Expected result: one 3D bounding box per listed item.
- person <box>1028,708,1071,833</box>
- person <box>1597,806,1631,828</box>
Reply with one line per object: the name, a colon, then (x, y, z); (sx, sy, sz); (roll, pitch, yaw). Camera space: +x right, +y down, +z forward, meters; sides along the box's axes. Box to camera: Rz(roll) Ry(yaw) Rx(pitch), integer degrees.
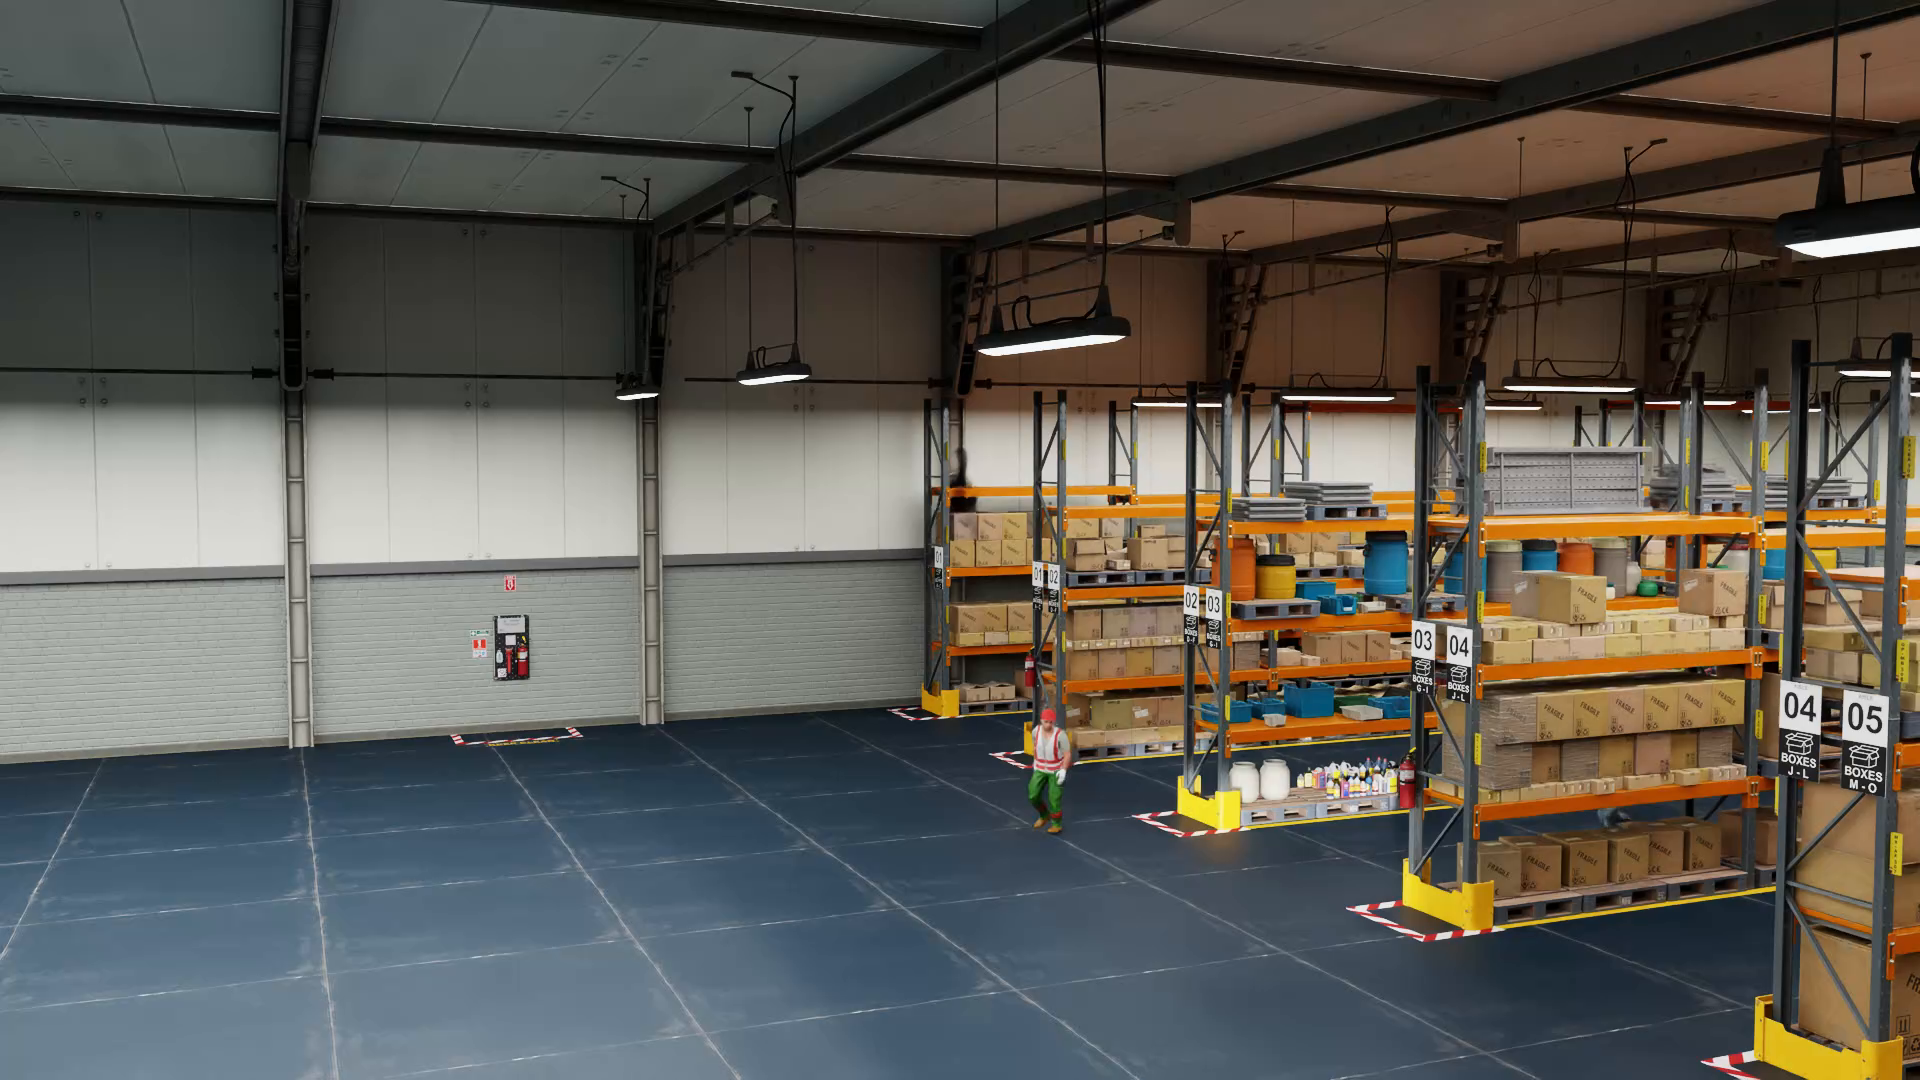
person: (1.170, 3.019, 21.750); (0.645, 1.696, 0.649); (2, 4, 25)
person: (8.321, 3.080, 20.984); (0.682, 1.719, 0.706); (-2, 4, -36)
